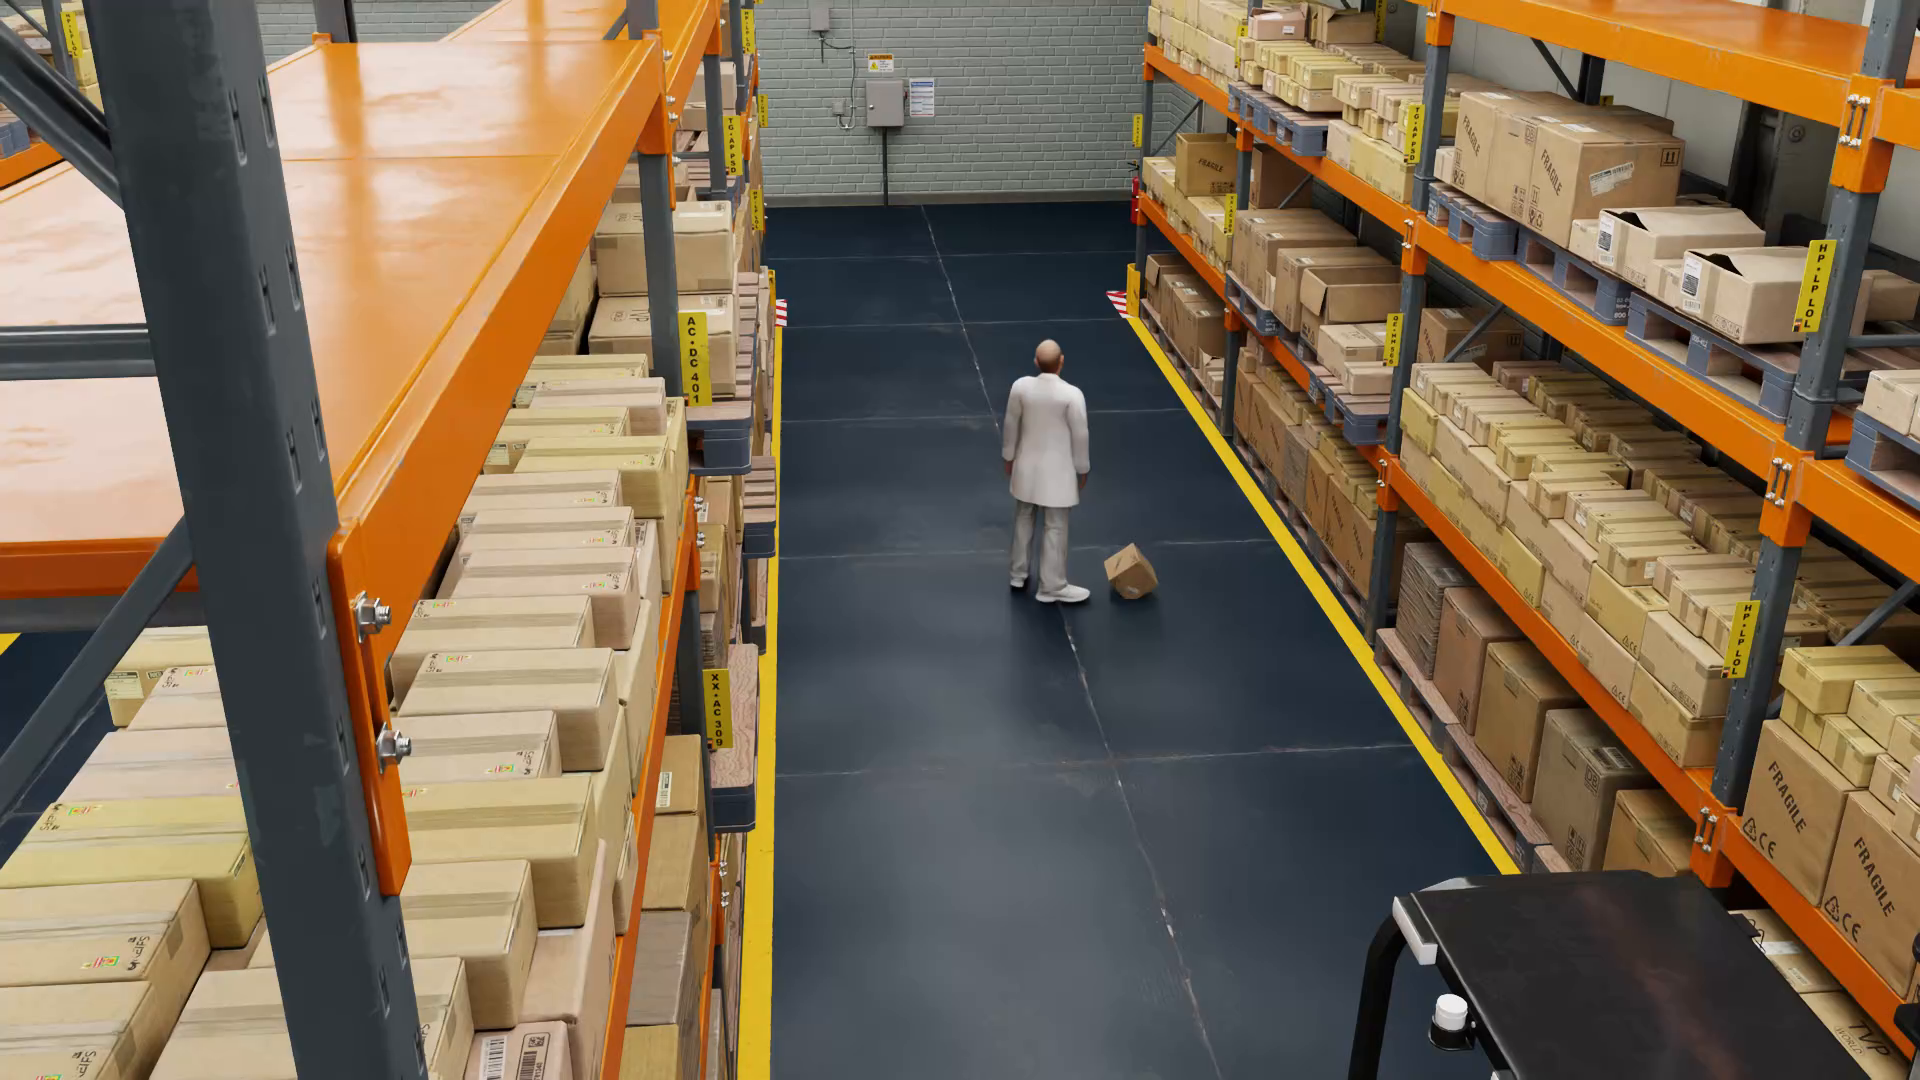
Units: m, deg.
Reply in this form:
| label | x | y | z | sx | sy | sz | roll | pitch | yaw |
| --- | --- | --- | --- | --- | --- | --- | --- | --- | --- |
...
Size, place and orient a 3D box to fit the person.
| label | x | y | z | sx | sy | sz | roll | pitch | yaw |
| --- | --- | --- | --- | --- | --- | --- | --- | --- | --- |
| person | 0.582 | -0.432 | 11.182 | 0.689 | 1.676 | 0.455 | 13 | 27 | 28 |
